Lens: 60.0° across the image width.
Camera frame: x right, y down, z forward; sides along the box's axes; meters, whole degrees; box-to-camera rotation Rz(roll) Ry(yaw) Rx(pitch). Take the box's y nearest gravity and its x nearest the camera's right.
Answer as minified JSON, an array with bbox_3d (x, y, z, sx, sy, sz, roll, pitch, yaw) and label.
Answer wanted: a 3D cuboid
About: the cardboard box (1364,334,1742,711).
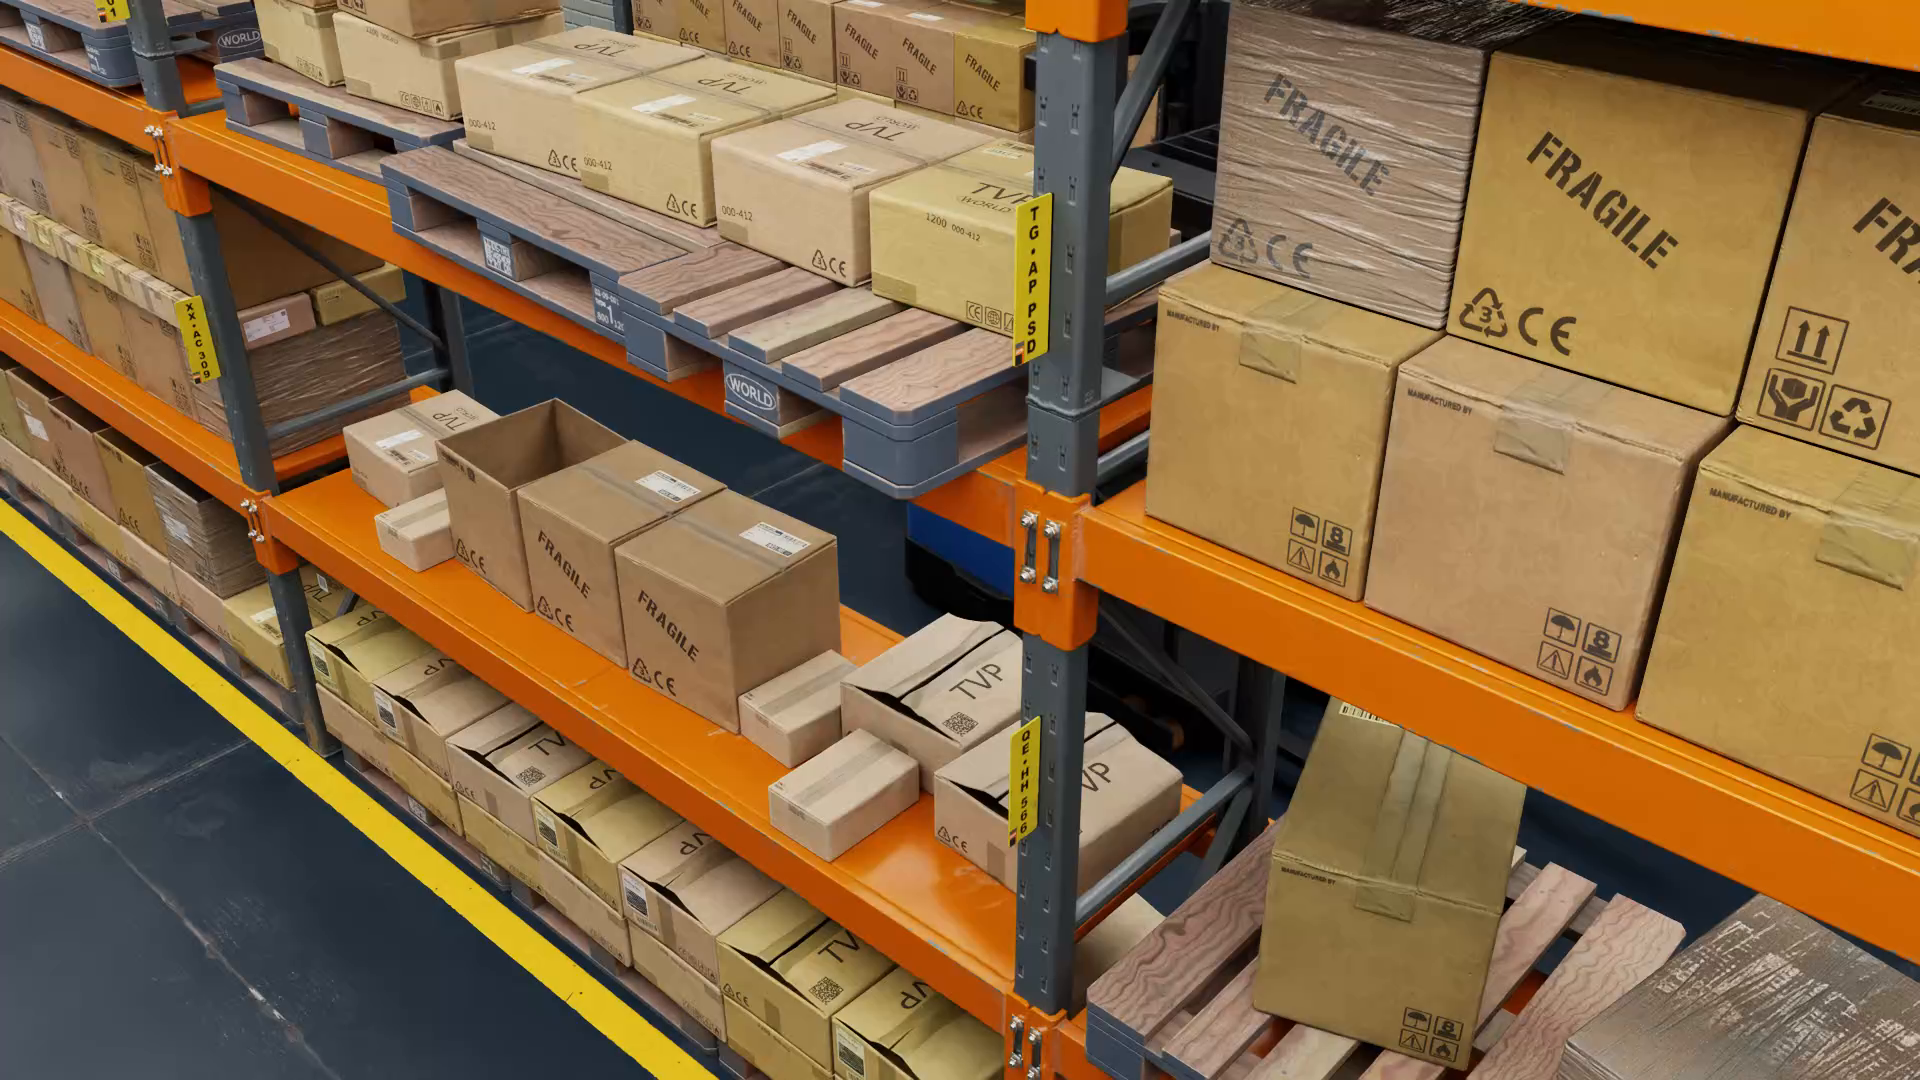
[{"bbox_3d":[1.241,-0.176,3.129,0.500,0.500,0.910,25,39,35],"label":"cardboard box"}]

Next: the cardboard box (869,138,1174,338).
[{"bbox_3d":[0.142,-0.699,3.833,0.500,0.250,0.500,22,37,32],"label":"cardboard box"}]

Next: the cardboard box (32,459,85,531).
[{"bbox_3d":[-4.423,-0.318,8.629,0.500,0.250,0.500,25,39,35],"label":"cardboard box"}]

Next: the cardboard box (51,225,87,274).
[{"bbox_3d":[-3.735,-1.320,7.309,0.250,0.149,0.380,26,40,36],"label":"cardboard box"}]

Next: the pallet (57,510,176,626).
[{"bbox_3d":[-3.920,-0.066,8.655,1.213,0.211,1.003,25,39,35],"label":"pallet"}]

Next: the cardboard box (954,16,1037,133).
[{"bbox_3d":[0.314,-2.754,9.815,0.500,0.500,0.500,25,39,35],"label":"cardboard box"}]

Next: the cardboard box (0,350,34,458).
[{"bbox_3d":[-4.795,-0.812,8.722,0.500,0.500,0.500,25,39,35],"label":"cardboard box"}]

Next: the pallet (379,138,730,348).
[{"bbox_3d":[-0.878,-0.954,4.700,1.213,0.211,1.003,27,40,37],"label":"pallet"}]

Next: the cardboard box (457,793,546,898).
[{"bbox_3d":[-1.552,1.041,6.371,0.500,0.250,0.500,24,38,34],"label":"cardboard box"}]

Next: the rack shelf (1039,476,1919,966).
[{"bbox_3d":[1.999,0.552,2.713,4.000,0.370,1.077,25,39,35],"label":"rack shelf"}]

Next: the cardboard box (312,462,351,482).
[{"bbox_3d":[-2.583,-0.151,7.624,0.500,0.500,0.500,25,39,35],"label":"cardboard box"}]

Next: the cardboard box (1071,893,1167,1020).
[{"bbox_3d":[0.325,1.301,5.395,0.500,0.311,0.500,27,40,37],"label":"cardboard box"}]

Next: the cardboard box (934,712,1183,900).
[{"bbox_3d":[0.276,0.733,4.711,0.500,0.311,0.500,-27,40,-37],"label":"cardboard box"}]

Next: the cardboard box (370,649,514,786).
[{"bbox_3d":[-1.942,0.624,6.520,0.500,0.311,0.500,25,39,35],"label":"cardboard box"}]

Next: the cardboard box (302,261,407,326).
[{"bbox_3d":[-2.519,-1.035,6.835,0.250,0.149,0.380,25,39,35],"label":"cardboard box"}]

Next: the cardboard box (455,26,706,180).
[{"bbox_3d":[-1.073,-1.263,4.769,0.500,0.250,0.500,21,37,31],"label":"cardboard box"}]

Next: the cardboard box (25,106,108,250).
[{"bbox_3d":[-3.529,-1.645,7.219,0.500,0.500,0.700,25,39,35],"label":"cardboard box"}]

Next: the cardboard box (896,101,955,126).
[{"bbox_3d":[-0.046,-2.611,10.304,0.500,0.250,0.500,25,39,35],"label":"cardboard box"}]

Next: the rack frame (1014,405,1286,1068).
[{"bbox_3d":[0.516,0.837,4.451,0.127,3.000,1.000,25,39,35],"label":"rack frame"}]

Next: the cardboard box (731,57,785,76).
[{"bbox_3d":[-1.177,-3.128,11.164,0.500,0.250,0.500,24,39,34],"label":"cardboard box"}]

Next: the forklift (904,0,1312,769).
[{"bbox_3d":[1.078,-0.627,6.950,1.130,2.935,3.031,-25,39,-35],"label":"forklift"}]

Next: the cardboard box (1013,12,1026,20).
[{"bbox_3d":[0.664,-2.951,10.142,0.500,0.500,0.500,24,38,34],"label":"cardboard box"}]

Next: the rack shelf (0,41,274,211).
[{"bbox_3d":[-3.932,-2.216,7.312,4.000,0.370,1.077,25,39,35],"label":"rack shelf"}]

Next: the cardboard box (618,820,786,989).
[{"bbox_3d":[-0.799,1.155,5.639,0.500,0.311,0.500,25,39,35],"label":"cardboard box"}]

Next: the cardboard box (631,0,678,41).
[{"bbox_3d":[-1.941,-3.813,11.574,0.500,0.500,0.500,25,39,35],"label":"cardboard box"}]

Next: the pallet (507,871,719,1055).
[{"bbox_3d":[-0.968,1.310,6.370,1.213,0.211,1.003,25,39,35],"label":"pallet"}]

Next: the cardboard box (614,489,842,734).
[{"bbox_3d":[-0.739,0.220,5.380,0.500,0.500,0.500,23,38,33],"label":"cardboard box"}]

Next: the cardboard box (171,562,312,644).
[{"bbox_3d":[-3.304,0.197,7.773,0.500,0.250,0.500,25,39,35],"label":"cardboard box"}]

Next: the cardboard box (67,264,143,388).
[{"bbox_3d":[-3.547,-1.096,7.566,0.500,0.500,0.700,26,39,36],"label":"cardboard box"}]

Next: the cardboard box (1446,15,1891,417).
[{"bbox_3d":[1.214,-0.589,2.846,0.500,0.500,0.500,25,39,35],"label":"cardboard box"}]

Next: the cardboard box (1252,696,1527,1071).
[{"bbox_3d":[1.059,0.789,4.026,0.500,0.500,0.700,12,33,19],"label":"cardboard box"}]

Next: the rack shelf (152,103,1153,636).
[{"bbox_3d":[-0.966,-0.832,5.013,4.000,0.370,1.077,25,39,35],"label":"rack shelf"}]

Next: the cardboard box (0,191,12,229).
[{"bbox_3d":[-4.312,-1.589,7.756,0.250,0.149,0.380,24,39,35],"label":"cardboard box"}]

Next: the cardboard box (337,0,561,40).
[{"bbox_3d":[-1.581,-1.852,5.022,0.500,0.500,0.500,-25,39,-35],"label":"cardboard box"}]

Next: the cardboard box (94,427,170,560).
[{"bbox_3d":[-3.676,-0.296,7.866,0.500,0.500,0.500,25,39,35],"label":"cardboard box"}]

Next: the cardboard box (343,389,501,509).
[{"bbox_3d":[-2.055,-0.329,6.534,0.500,0.250,0.500,-27,40,-37],"label":"cardboard box"}]

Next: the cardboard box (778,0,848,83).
[{"bbox_3d":[-0.812,-3.282,10.693,0.500,0.500,0.500,26,40,36],"label":"cardboard box"}]

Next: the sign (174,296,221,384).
[{"bbox_3d":[-2.821,-0.739,6.153,0.005,0.325,0.100,25,39,35],"label":"sign"}]

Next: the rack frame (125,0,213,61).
[{"bbox_3d":[-2.449,-3.117,5.203,0.127,3.000,1.000,25,39,35],"label":"rack frame"}]

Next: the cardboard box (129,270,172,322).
[{"bbox_3d":[-3.172,-1.056,6.870,0.250,0.149,0.380,24,38,34],"label":"cardboard box"}]

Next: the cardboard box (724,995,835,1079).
[{"bbox_3d":[-0.422,1.569,5.493,0.500,0.250,0.500,25,39,35],"label":"cardboard box"}]
